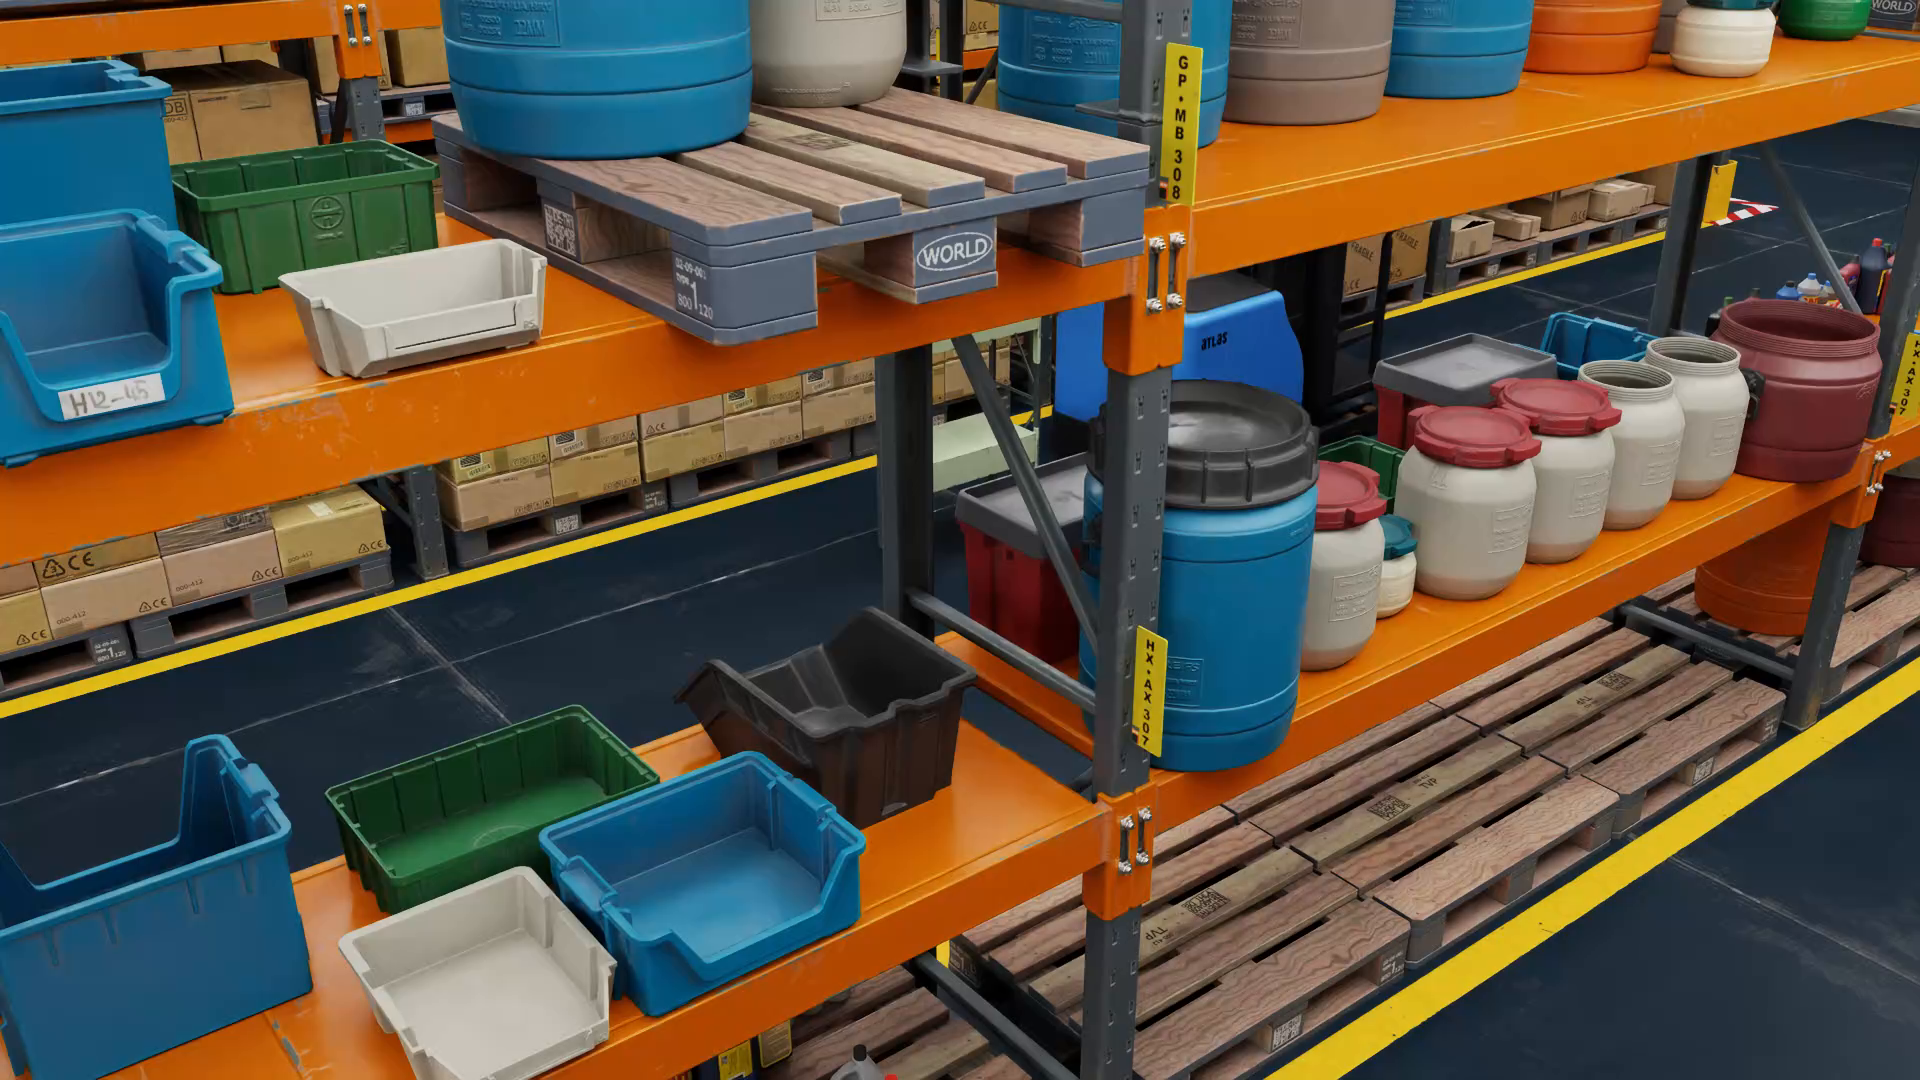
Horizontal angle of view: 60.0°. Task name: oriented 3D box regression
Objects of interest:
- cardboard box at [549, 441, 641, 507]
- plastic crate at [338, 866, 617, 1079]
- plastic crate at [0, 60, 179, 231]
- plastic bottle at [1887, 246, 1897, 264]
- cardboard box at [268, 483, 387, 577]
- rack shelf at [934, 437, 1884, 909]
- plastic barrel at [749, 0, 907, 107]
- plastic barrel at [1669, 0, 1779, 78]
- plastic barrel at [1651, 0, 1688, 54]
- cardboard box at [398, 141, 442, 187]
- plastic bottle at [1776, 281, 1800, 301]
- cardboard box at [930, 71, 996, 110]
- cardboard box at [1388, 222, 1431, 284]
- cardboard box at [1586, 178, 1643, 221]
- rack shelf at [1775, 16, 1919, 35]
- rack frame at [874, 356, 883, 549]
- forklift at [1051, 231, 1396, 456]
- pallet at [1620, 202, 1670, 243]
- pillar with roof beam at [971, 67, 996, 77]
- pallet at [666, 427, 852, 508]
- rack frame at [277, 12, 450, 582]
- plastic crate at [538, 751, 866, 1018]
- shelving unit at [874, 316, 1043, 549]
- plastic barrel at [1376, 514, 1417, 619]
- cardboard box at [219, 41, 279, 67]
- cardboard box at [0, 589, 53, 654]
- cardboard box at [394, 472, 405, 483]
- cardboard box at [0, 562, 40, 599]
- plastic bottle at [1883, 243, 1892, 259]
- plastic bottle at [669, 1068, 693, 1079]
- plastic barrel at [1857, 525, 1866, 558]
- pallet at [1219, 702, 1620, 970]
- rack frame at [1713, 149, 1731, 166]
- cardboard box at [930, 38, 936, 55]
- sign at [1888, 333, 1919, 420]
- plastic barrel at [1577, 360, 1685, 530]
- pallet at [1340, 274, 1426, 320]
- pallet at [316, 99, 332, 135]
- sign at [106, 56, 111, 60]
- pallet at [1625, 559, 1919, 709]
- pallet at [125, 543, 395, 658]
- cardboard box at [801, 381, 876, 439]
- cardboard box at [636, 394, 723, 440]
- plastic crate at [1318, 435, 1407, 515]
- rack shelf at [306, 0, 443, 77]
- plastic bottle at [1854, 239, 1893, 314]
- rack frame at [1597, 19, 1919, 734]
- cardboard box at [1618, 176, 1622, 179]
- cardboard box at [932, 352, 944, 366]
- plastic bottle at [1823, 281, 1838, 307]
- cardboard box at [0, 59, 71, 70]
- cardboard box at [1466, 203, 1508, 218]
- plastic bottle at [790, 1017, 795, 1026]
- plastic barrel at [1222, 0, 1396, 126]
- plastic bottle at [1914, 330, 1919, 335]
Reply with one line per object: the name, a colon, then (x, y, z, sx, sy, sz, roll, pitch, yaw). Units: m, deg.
cardboard box: (-2.049, -0.429, 8.878, 0.500, 0.250, 0.500, -17, 30, -33)
plastic crate: (-0.991, 0.937, 3.482, 0.437, 0.136, 0.530, -18, 31, -34)
plastic crate: (-1.702, -0.598, 2.931, 0.575, 0.384, 0.392, -18, 31, -34)
plastic bottle: (4.521, -1.281, 8.085, 0.133, 0.283, 0.061, -18, 31, -34)
cardboard box: (-3.153, -0.081, 8.128, 0.500, 0.250, 0.500, -18, 31, -34)
rack shelf: (1.705, 0.118, 5.787, 4.000, 0.370, 1.077, -18, 31, -34)
plastic barrel: (-0.329, -1.244, 3.672, 0.421, 0.512, 0.421, 0, 25, 0)
plastic barrel: (2.422, -1.618, 5.274, 0.301, 0.262, 0.301, 0, 25, 0)
plastic barrel: (2.498, -2.174, 5.713, 0.600, 0.901, 0.600, 0, 25, 0)
cardboard box: (-4.258, -2.949, 13.096, 0.500, 0.250, 0.500, -18, 31, -34)
plastic bottle: (3.771, -1.050, 7.602, 0.097, 0.271, 0.097, 0, 25, 0)
cardboard box: (-0.118, -4.052, 15.973, 0.750, 0.750, 0.750, -18, 30, -33)
cardboard box: (3.161, -2.251, 12.484, 0.500, 0.500, 0.500, -18, 31, -34)
cardboard box: (5.478, -2.940, 14.266, 0.500, 0.250, 0.500, -18, 31, -34)
rack shelf: (4.852, -2.281, 7.394, 4.000, 0.370, 1.077, -18, 31, -34)
rack frame: (-0.293, -0.583, 8.226, 0.023, 1.500, 0.400, -18, 31, -34)
forklift: (1.965, -2.076, 9.742, 3.031, 2.935, 1.130, -21, 32, -37)
pallet: (5.834, -2.955, 14.868, 1.213, 0.211, 1.003, -18, 31, -34)
pillar with roof beam: (2.987, -6.812, 12.738, 0.400, 9.000, 9.100, -18, 31, -34)
pallet: (-1.406, -0.589, 9.767, 1.213, 0.211, 1.003, -18, 31, -34)
rack frame: (-2.923, -1.330, 8.053, 0.127, 3.000, 1.000, -18, 31, -34)
plastic crate: (-0.572, 0.756, 3.734, 0.616, 0.251, 0.499, -18, 31, -34)
shelving unit: (-0.005, -0.679, 8.431, 0.755, 1.500, 0.431, -18, 31, -34)
plastic barrel: (1.267, 0.081, 5.176, 0.301, 0.262, 0.301, 0, 25, 0)
cardboard box: (-5.117, -3.479, 12.042, 0.500, 0.500, 0.700, -15, 29, -29)
cardboard box: (-4.330, 0.311, 7.285, 0.500, 0.250, 0.500, -18, 31, -34)
cardboard box: (-2.775, -0.477, 8.983, 0.500, 0.250, 0.500, -19, 31, -35)
cardboard box: (-4.329, -0.029, 7.126, 0.500, 0.500, 0.500, -18, 31, -34)
plastic bottle: (4.484, -1.301, 8.128, 0.133, 0.283, 0.061, -18, 31, -34)
plastic bottle: (-0.800, 1.499, 4.675, 0.097, 0.271, 0.097, 0, 25, 0)
plastic barrel: (4.042, -0.099, 7.856, 0.421, 0.512, 0.421, 0, 25, 0)
pallet: (1.686, 1.041, 6.257, 1.213, 0.211, 1.003, -18, 31, -34)
rack frame: (6.520, -4.448, 14.770, 0.127, 3.000, 1.000, -18, 31, -34)
cardboard box: (-0.366, -4.548, 15.262, 0.250, 0.149, 0.380, -18, 31, -34)
sign: (3.624, -0.621, 6.332, 0.005, 0.325, 0.100, -18, 31, -34)
plastic barrel: (2.269, -0.331, 5.767, 0.421, 0.512, 0.421, 0, 25, 0)
pallet: (2.756, -1.920, 12.636, 1.213, 0.211, 1.003, -18, 31, -34)
pallet: (-5.291, -3.034, 11.952, 1.213, 0.211, 1.003, -18, 31, -34)
sign: (-5.641, -3.185, 11.022, 0.005, 0.325, 0.100, -18, 31, -34)
pallet: (3.873, 0.319, 7.813, 1.213, 0.211, 1.003, -18, 31, -34)
pallet: (-3.574, 0.127, 8.225, 1.213, 0.211, 1.003, -18, 31, -34)
cardboard box: (-0.839, -0.831, 9.744, 0.500, 0.250, 0.500, -17, 30, -33)
cardboard box: (-1.640, -0.816, 9.046, 0.500, 0.311, 0.500, -19, 31, -36)
plastic crate: (1.327, -0.138, 5.737, 0.662, 0.188, 0.450, -18, 31, -34)
rack shelf: (-1.349, -2.884, 8.693, 4.000, 0.370, 1.077, -18, 31, -34)
plastic bottle: (4.384, -1.276, 7.995, 0.185, 0.351, 0.144, -18, 31, -34)
rack frame: (3.279, -0.728, 6.755, 0.127, 3.000, 1.000, -18, 31, -34)
cardboard box: (5.782, -3.302, 15.145, 0.250, 0.166, 0.380, -18, 31, -34)
cardboard box: (-0.440, -1.212, 9.900, 0.500, 0.311, 0.500, -19, 31, -35)
plastic bottle: (4.077, -1.120, 7.835, 0.097, 0.201, 0.097, 0, 25, 0)
cardboard box: (-6.163, -3.026, 10.971, 0.500, 0.500, 0.500, -18, 31, -34)
cardboard box: (4.236, -2.825, 13.946, 0.500, 0.311, 0.500, -18, 31, -34)
plastic bottle: (-0.550, 1.372, 5.033, 0.097, 0.201, 0.097, 0, 25, 0)
plastic barrel: (0.912, -1.650, 4.584, 0.600, 0.901, 0.600, 0, 25, 0)
plastic bottle: (4.091, -0.799, 7.145, 0.097, 0.201, 0.097, 0, 25, 0)
